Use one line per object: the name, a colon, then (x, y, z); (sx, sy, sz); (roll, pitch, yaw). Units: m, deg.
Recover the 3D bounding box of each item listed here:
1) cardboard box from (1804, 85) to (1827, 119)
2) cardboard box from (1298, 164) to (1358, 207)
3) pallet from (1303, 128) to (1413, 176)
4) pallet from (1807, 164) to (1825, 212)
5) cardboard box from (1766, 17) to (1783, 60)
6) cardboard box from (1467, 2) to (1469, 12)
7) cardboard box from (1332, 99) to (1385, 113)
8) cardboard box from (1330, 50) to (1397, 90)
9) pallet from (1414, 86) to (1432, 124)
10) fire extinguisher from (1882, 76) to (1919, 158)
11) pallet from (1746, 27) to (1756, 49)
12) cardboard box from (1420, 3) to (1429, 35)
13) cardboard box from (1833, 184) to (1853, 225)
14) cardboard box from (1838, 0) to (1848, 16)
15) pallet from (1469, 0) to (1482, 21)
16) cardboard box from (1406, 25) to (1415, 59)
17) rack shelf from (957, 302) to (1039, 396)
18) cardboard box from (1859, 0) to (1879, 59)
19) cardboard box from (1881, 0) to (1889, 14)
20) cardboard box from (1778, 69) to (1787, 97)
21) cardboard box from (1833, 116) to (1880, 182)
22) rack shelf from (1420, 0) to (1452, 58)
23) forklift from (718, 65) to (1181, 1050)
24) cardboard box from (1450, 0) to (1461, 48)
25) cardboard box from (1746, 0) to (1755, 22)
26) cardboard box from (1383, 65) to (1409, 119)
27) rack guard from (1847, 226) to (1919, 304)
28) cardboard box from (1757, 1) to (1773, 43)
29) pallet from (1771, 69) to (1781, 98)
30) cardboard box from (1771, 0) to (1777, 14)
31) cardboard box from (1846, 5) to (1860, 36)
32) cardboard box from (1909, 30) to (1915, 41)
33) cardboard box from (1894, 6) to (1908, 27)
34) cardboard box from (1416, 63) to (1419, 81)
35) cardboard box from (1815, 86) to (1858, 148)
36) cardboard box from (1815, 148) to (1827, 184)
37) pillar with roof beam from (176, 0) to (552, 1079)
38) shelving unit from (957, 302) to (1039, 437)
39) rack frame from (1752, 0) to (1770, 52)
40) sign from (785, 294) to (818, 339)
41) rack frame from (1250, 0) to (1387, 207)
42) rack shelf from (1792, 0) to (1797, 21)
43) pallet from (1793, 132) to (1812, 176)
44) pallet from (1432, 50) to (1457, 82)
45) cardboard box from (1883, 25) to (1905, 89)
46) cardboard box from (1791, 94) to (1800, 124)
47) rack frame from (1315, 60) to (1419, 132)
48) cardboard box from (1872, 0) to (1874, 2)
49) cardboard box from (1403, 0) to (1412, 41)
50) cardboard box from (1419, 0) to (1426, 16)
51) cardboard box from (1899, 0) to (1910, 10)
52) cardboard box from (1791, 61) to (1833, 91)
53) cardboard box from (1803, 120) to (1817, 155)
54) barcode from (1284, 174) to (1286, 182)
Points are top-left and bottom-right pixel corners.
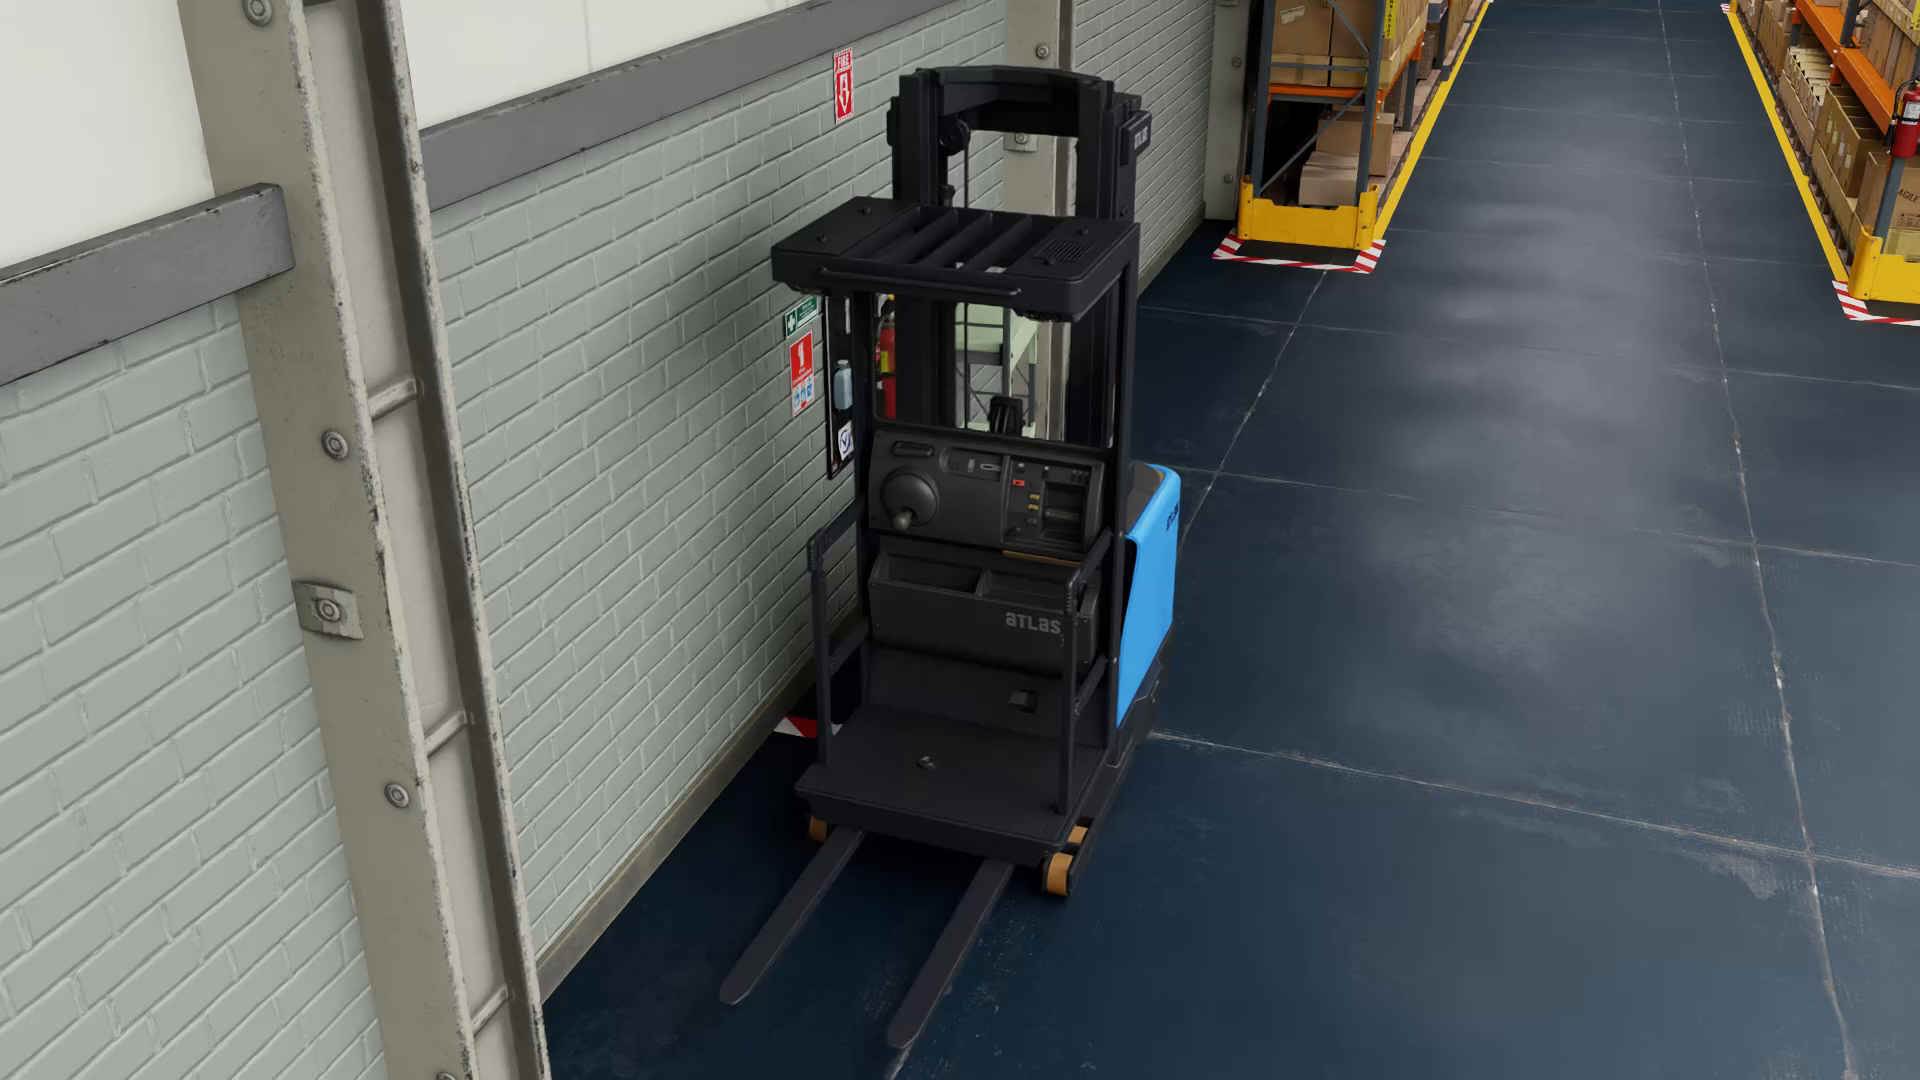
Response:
cardboard box: (9.065, -4.540, 17.214); (0.500, 0.311, 0.500); (10, 27, 19)
cardboard box: (3.345, -3.245, 15.091); (0.500, 0.311, 0.500); (6, 26, 12)
pallet: (4.171, -4.094, 17.463); (1.003, 0.211, 1.213); (9, 27, 17)
pallet: (8.729, -3.338, 15.901); (1.003, 0.211, 1.213); (9, 27, 17)
cardboard box: (10.796, -6.478, 21.550); (0.500, 0.500, 0.500); (8, 27, 15)
cardboard box: (7.369, -8.274, 25.283); (0.700, 0.500, 0.500); (9, 27, 18)
cardboard box: (4.053, -4.271, 16.992); (0.500, 0.500, 0.500); (7, 27, 14)
cardboard box: (3.492, -4.082, 14.389); (0.500, 0.250, 0.500); (8, 27, 16)
pallet: (5.023, -5.198, 19.744); (1.003, 0.211, 1.213); (9, 27, 17)
fire extinguisher: (7.225, -3.253, 12.616); (0.296, 0.674, 0.183); (9, 27, 17)
pallet: (11.925, -7.228, 23.936); (1.003, 0.211, 1.213); (9, 27, 17)
cardboard box: (4.489, -5.333, 16.972); (0.500, 0.250, 0.500); (9, 27, 18)
cardboard box: (7.922, -2.897, 14.465); (0.500, 0.250, 0.500); (9, 27, 17)
cardboard box: (9.822, -5.910, 17.900); (0.500, 0.500, 0.500); (7, 27, 15)
pallet: (7.754, -8.467, 26.495); (1.003, 0.211, 1.213); (9, 27, 17)
cardboard box: (3.996, -4.714, 15.692); (0.500, 0.250, 0.500); (9, 27, 18)
rack shelf: (0.136, -0.999, 8.696); (0.431, 0.370, 0.720); (6, 26, 12)
cardboard box: (8.892, -4.775, 15.555); (0.700, 0.500, 0.500); (8, 27, 16)
cardboard box: (8.422, -4.748, 14.755); (0.380, 0.149, 0.250); (8, 27, 16)
cardboard box: (9.913, -5.336, 19.502); (0.500, 0.250, 0.500); (9, 27, 17)
cardboard box: (8.087, -3.440, 14.726); (0.500, 0.500, 0.500); (9, 27, 17)
rack shelf: (5.026, -6.128, 19.290); (1.077, 0.370, 4.000); (9, 27, 17)
forklift: (0.022, -0.149, 6.195); (1.130, 2.935, 3.031); (9, 27, 18)
cardboard box: (6.358, -7.138, 22.535); (0.750, 0.750, 0.750); (9, 27, 17)
cardboard box: (11.867, -7.772, 24.441); (0.500, 0.311, 0.500); (9, 27, 17)
cardboard box: (4.590, -5.008, 18.515); (0.700, 0.500, 0.500); (10, 27, 19)
rack guard: (7.694, -2.135, 13.085); (1.175, 0.500, 0.348); (9, 27, 17)
cardboard box: (11.305, -7.110, 22.857); (0.500, 0.500, 0.500); (8, 27, 15)
pallet: (10.649, -5.603, 20.581); (1.003, 0.211, 1.213); (9, 27, 17)
cardboard box: (10.972, -7.037, 21.845); (0.500, 0.250, 0.500); (9, 27, 18)
cardboard box: (9.153, -5.241, 16.786); (0.396, 0.266, 0.258); (8, 27, 16)
cardboard box: (7.906, -4.107, 13.431); (0.380, 0.149, 0.250); (9, 27, 18)
cardboard box: (8.164, -4.429, 14.096); (0.380, 0.149, 0.250); (8, 27, 17)
cardboard box: (5.082, -5.640, 19.821); (0.700, 0.500, 0.500); (9, 27, 17)
cardboard box: (8.584, -4.057, 16.000); (0.500, 0.500, 0.500); (9, 27, 17)
cardboard box: (8.422, -3.513, 15.738); (0.500, 0.250, 0.500); (9, 27, 17)
pillar with roof beam: (2.513, -1.544, 2.113); (9.100, 9.000, 0.400); (9, 27, 17)
shelving unit: (0.136, -0.647, 8.866); (0.431, 1.500, 0.755); (6, 26, 12)
rack frame: (11.696, -8.201, 22.746); (1.000, 3.000, 0.127); (9, 27, 17)
sign: (-0.679, -0.967, 7.155); (0.001, 0.109, 0.331); (9, 27, 17)
rack frame: (3.030, -3.986, 14.041); (1.000, 3.000, 0.127); (9, 27, 17)
rack shelf: (11.030, -7.055, 21.205); (1.077, 0.370, 4.000); (9, 27, 17)
pallet: (9.242, -3.967, 17.200); (1.003, 0.211, 1.213); (9, 27, 17)
pallet: (6.025, -6.332, 22.085); (1.003, 0.211, 1.213); (9, 27, 17)
cardboard box: (8.382, -4.141, 14.246); (0.700, 0.500, 0.500); (10, 27, 19)
cardboard box: (9.409, -4.704, 18.197); (0.500, 0.250, 0.500); (9, 27, 18)
rack frame: (4.361, -5.630, 17.436); (1.000, 3.000, 0.127); (9, 27, 17)
cardboard box: (8.678, -5.065, 15.409); (0.380, 0.149, 0.250); (9, 27, 18)
cardboard box: (3.824, -4.831, 15.074); (0.500, 0.500, 0.500); (8, 27, 16)
cardboard box: (4.334, -5.464, 16.382); (0.500, 0.500, 0.500); (9, 27, 17)
cardboard box: (8.391, -4.740, 13.995); (0.700, 0.500, 0.500); (9, 27, 17)
cardboard box: (9.575, -5.162, 18.499); (0.500, 0.311, 0.500); (8, 27, 16)
cardboard box: (8.898, -4.077, 16.902); (0.500, 0.250, 0.500); (8, 27, 17)
barcode: (2.974, -3.315, 15.225); (0.001, 0.075, 0.075); (9, 27, 17)
